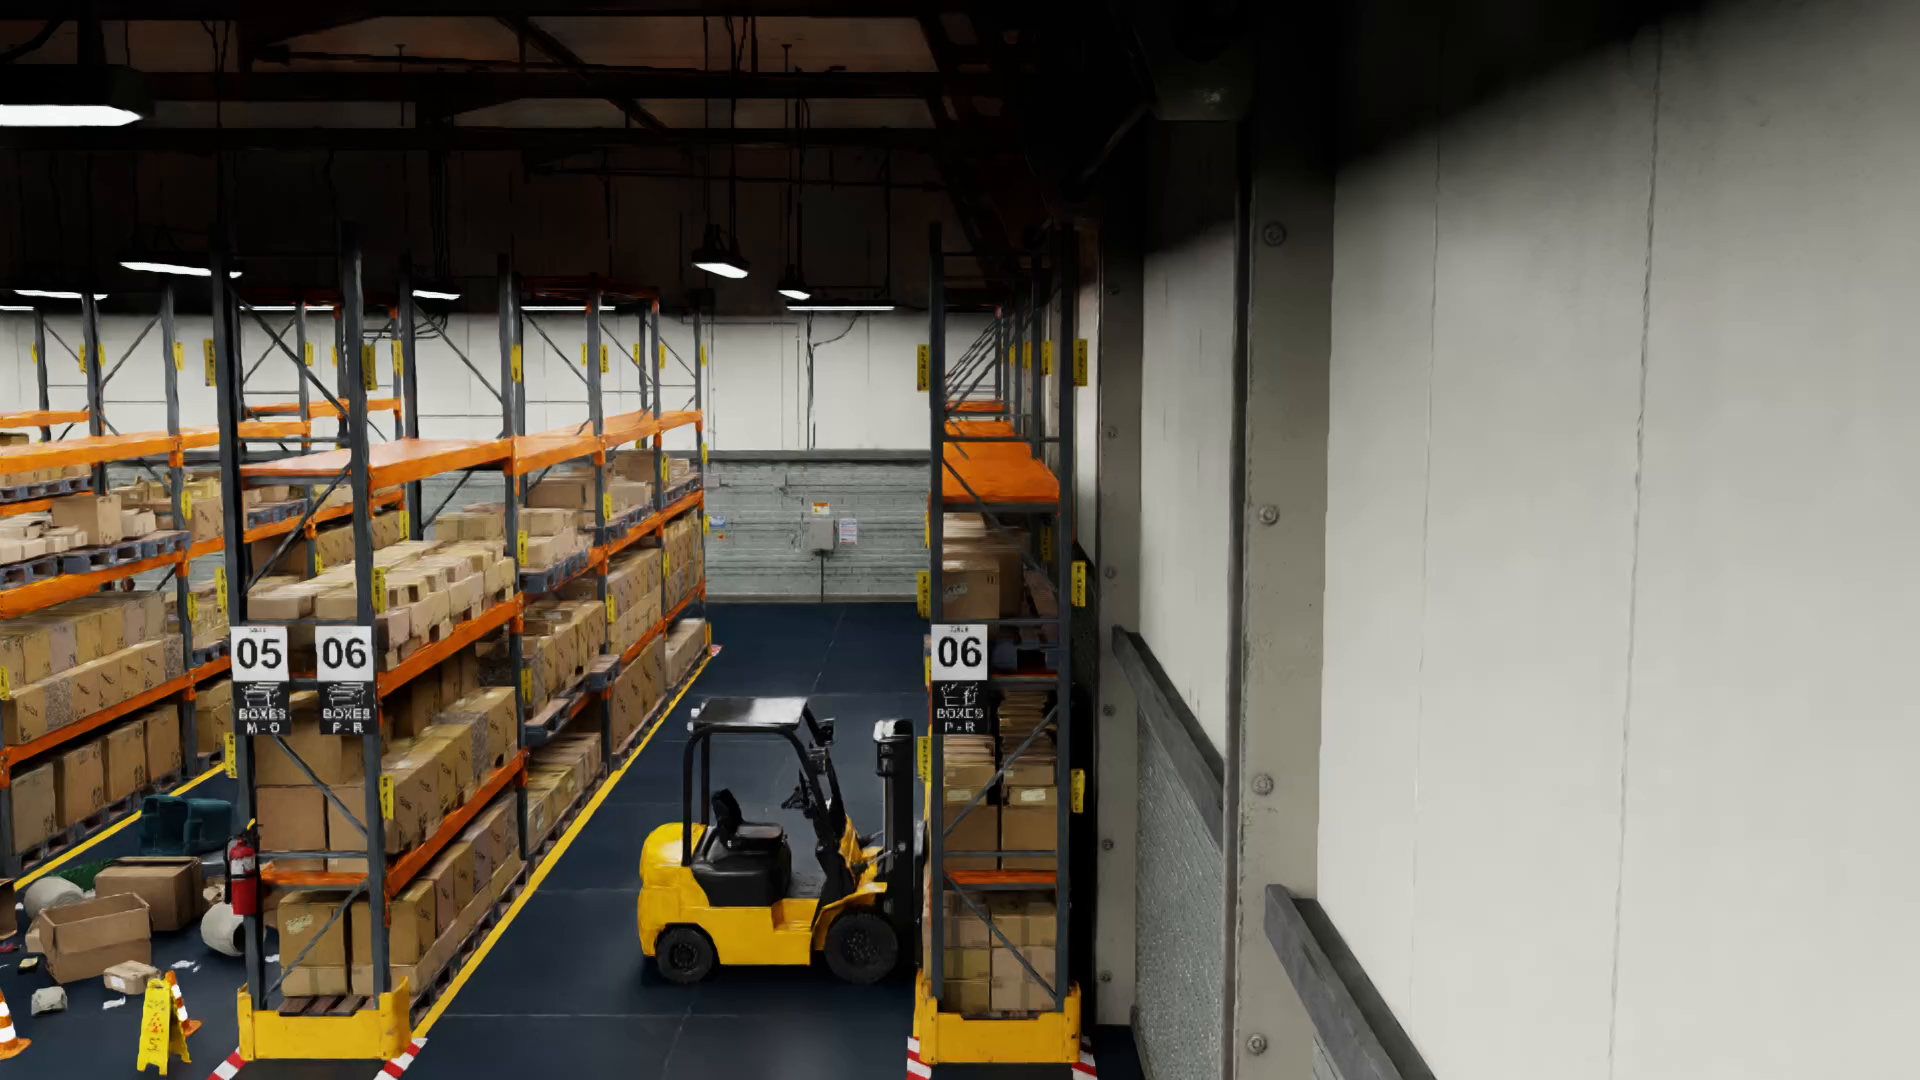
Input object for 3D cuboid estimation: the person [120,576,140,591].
[{"bbox_3d":[-13.188,1.315,26.463,0.417,1.515,1.037,0,7,2],"label":"person"}]
